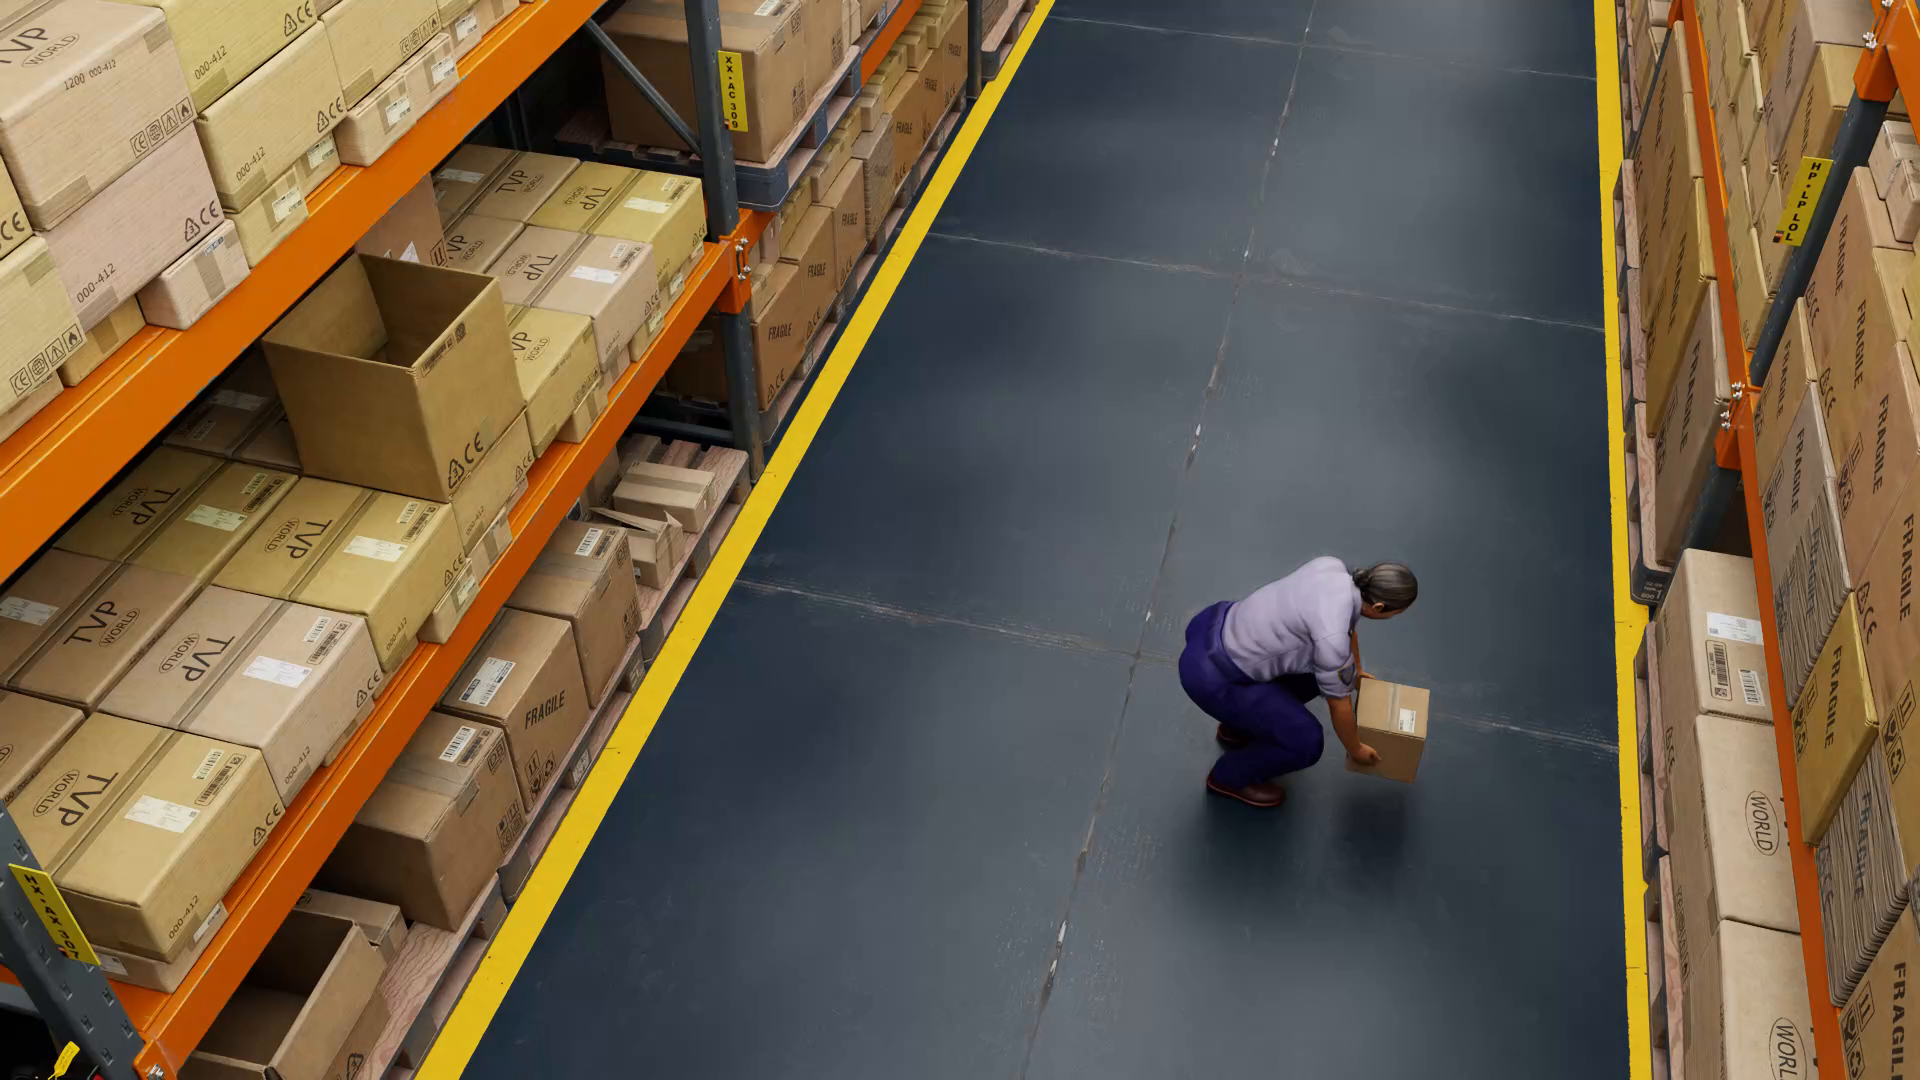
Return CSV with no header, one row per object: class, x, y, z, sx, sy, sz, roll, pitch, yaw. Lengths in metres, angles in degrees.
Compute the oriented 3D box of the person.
person,1.197,0.465,6.079,0.773,1.076,0.536,10,42,11
